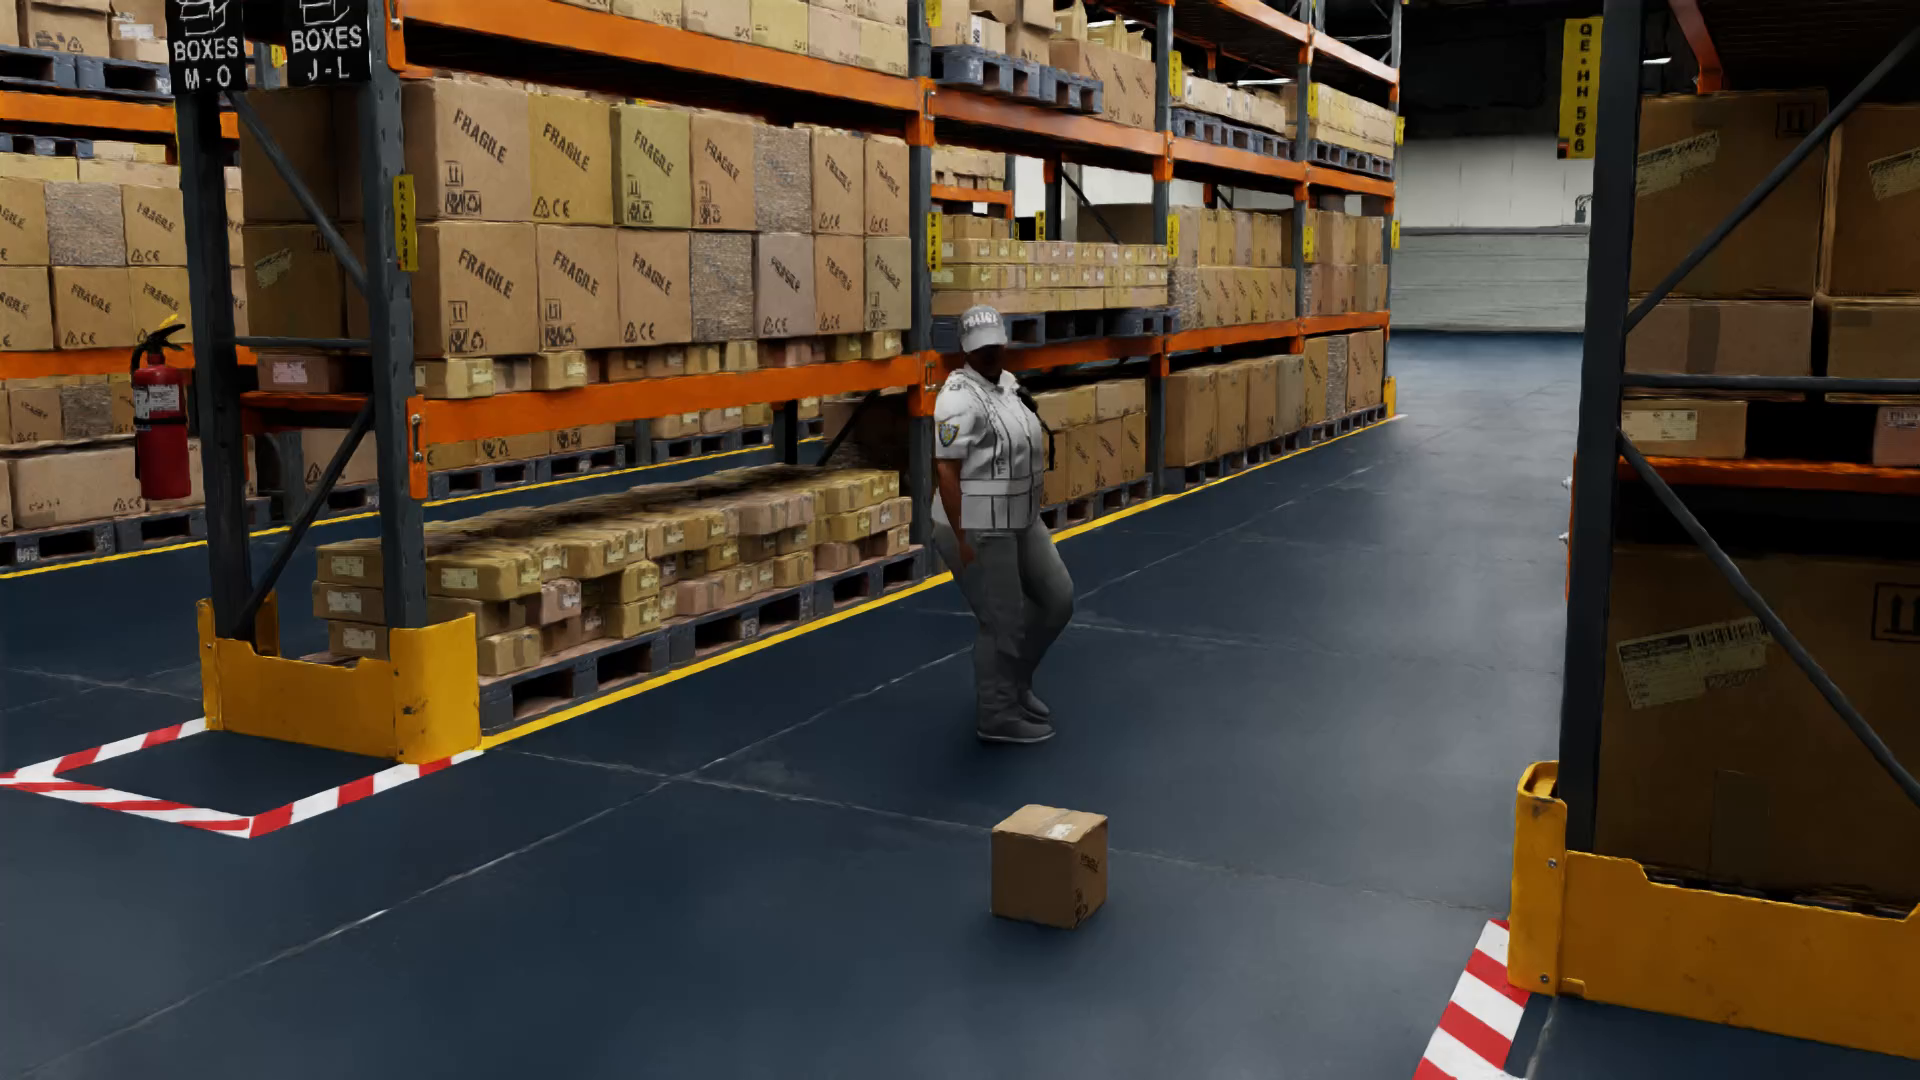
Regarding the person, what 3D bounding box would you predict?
[{"bbox_3d":[0.167,-0.046,6.206,0.449,1.656,0.660,5,10,26],"label":"person"}]
